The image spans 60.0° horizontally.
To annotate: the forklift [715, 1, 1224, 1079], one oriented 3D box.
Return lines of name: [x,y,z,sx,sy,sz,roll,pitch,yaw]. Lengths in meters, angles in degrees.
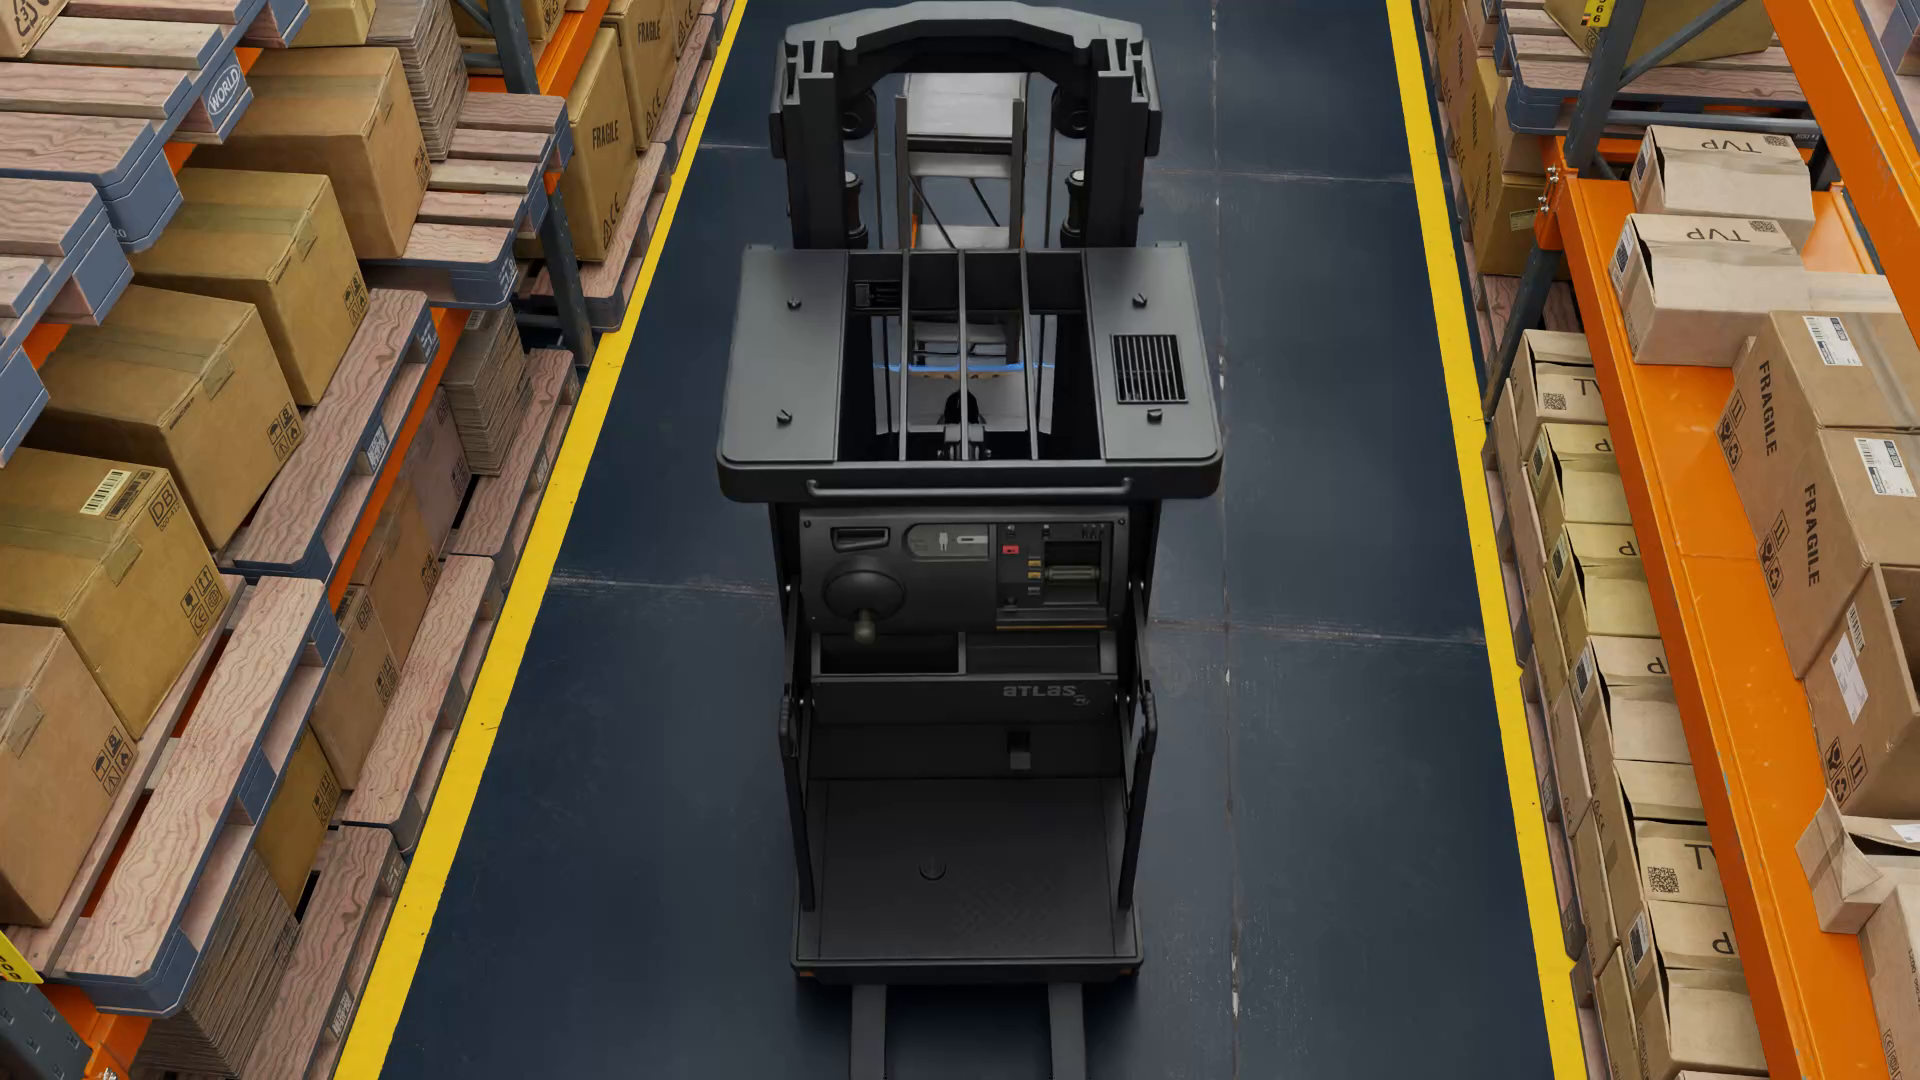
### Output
forklift: [0.017,0.197,4.584,1.130,2.935,3.031,0,48,0]

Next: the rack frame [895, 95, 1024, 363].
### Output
rack frame: [-0.001,-0.663,5.933,0.400,2.100,0.015,2,48,2]

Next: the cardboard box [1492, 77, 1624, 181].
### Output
cardboard box: [2.632,-1.831,7.280,0.500,0.250,0.500,6,48,5]

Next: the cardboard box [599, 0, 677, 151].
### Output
cardboard box: [-1.870,-2.450,8.130,0.750,0.750,0.750,4,48,3]

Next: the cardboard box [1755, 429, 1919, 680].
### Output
cardboard box: [2.595,0.058,4.596,0.500,0.500,0.500,4,48,4]

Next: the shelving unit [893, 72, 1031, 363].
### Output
shelving unit: [0.013,-0.843,6.098,0.431,2.100,0.503,2,48,2]

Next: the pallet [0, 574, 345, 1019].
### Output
pallet: [-2.304,0.593,4.305,1.003,0.211,1.213,4,48,4]

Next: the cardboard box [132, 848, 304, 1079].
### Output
cardboard box: [-2.468,1.233,4.985,0.700,0.500,0.500,5,48,5]

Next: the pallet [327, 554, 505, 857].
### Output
pallet: [-2.340,0.550,6.104,1.003,0.211,1.213,4,48,4]

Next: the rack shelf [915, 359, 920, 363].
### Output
rack shelf: [0.013,-0.361,6.624,0.431,0.518,0.480,2,48,2]

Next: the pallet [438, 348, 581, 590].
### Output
pallet: [-2.227,-0.344,6.921,1.003,0.211,1.213,4,48,4]

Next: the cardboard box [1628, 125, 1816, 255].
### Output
cardboard box: [2.703,-1.234,5.907,0.500,0.311,0.500,7,48,6]

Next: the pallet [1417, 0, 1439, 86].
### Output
pallet: [3.107,-2.927,9.284,1.003,0.211,1.213,4,48,4]

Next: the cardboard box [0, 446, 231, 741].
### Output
cardboard box: [-2.380,0.116,4.245,0.700,0.500,0.500,8,48,8]

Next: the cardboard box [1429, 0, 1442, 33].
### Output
cardboard box: [2.820,-3.041,8.895,0.500,0.500,0.500,4,48,4]

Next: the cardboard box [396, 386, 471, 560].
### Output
cardboard box: [-2.330,-0.261,6.352,0.700,0.500,0.500,4,48,3]

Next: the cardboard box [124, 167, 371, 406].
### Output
cardboard box: [-2.278,-0.778,5.063,0.700,0.500,0.500,4,48,4]

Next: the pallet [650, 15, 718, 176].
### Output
pallet: [-1.893,-2.386,8.790,1.003,0.211,1.213,4,48,4]

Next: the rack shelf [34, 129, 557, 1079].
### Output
rack shelf: [-2.336,-0.147,5.339,1.077,0.370,4.000,4,48,4]

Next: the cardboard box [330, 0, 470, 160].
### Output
cardboard box: [-2.187,-1.695,5.902,0.700,0.500,0.500,-1,48,-1]

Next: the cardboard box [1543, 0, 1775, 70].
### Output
cardboard box: [2.725,-2.175,6.354,0.700,0.500,0.500,-11,48,-10]

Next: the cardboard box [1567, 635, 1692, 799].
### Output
cardboard box: [2.305,0.572,5.392,0.500,0.311,0.500,3,48,3]

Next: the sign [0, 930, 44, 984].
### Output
sign: [-1.978,0.819,3.382,0.100,0.325,0.005,4,48,4]

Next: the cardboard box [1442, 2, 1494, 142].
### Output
cardboard box: [2.720,-2.303,8.219,0.500,0.500,0.500,2,48,2]

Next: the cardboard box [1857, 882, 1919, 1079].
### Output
cardboard box: [2.416,1.096,3.816,0.500,0.250,0.500,7,48,6]

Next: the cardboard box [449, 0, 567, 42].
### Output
cardboard box: [-1.855,-2.340,6.574,0.500,0.500,0.500,5,48,5]

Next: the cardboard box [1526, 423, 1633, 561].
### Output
cardboard box: [2.400,-0.180,6.081,0.500,0.311,0.500,3,48,3]

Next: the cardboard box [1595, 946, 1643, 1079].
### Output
cardboard box: [2.212,1.501,4.923,0.500,0.250,0.500,3,48,3]

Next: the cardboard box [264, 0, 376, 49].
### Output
cardboard box: [-2.170,-1.767,5.528,0.380,0.149,0.250,-3,48,-3]

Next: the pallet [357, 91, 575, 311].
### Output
pallet: [-2.113,-1.264,6.003,1.213,0.211,1.003,4,48,4]

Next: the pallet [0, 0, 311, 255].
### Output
pallet: [-2.265,-1.078,3.797,1.213,0.211,1.003,4,48,4]

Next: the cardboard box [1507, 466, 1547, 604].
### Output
cardboard box: [2.394,-0.008,6.303,0.500,0.250,0.500,3,48,2]

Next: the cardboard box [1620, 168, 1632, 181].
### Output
cardboard box: [3.148,-1.534,7.516,0.500,0.500,0.500,2,48,2]

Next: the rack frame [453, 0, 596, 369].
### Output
rack frame: [-2.154,-1.859,6.418,1.000,3.000,0.127,4,48,4]

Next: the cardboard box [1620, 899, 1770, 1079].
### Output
cardboard box: [2.207,1.308,4.720,0.500,0.311,0.500,5,48,5]

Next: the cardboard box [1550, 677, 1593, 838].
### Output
cardboard box: [2.306,0.751,5.609,0.500,0.250,0.500,5,48,4]

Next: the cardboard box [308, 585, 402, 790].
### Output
cardboard box: [-2.384,0.478,5.676,0.700,0.500,0.500,4,48,4]

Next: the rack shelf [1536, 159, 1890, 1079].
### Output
rack shelf: [2.597,0.184,5.037,1.077,0.370,4.000,4,48,4]

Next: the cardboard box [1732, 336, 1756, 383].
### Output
cardboard box: [2.719,-0.503,5.348,0.380,0.149,0.250,7,48,6]

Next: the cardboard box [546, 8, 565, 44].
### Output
cardboard box: [-1.862,-2.192,6.879,0.380,0.149,0.250,4,48,4]

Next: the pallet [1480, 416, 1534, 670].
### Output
pallet: [2.666,0.015,6.594,1.003,0.211,1.213,4,48,4]
